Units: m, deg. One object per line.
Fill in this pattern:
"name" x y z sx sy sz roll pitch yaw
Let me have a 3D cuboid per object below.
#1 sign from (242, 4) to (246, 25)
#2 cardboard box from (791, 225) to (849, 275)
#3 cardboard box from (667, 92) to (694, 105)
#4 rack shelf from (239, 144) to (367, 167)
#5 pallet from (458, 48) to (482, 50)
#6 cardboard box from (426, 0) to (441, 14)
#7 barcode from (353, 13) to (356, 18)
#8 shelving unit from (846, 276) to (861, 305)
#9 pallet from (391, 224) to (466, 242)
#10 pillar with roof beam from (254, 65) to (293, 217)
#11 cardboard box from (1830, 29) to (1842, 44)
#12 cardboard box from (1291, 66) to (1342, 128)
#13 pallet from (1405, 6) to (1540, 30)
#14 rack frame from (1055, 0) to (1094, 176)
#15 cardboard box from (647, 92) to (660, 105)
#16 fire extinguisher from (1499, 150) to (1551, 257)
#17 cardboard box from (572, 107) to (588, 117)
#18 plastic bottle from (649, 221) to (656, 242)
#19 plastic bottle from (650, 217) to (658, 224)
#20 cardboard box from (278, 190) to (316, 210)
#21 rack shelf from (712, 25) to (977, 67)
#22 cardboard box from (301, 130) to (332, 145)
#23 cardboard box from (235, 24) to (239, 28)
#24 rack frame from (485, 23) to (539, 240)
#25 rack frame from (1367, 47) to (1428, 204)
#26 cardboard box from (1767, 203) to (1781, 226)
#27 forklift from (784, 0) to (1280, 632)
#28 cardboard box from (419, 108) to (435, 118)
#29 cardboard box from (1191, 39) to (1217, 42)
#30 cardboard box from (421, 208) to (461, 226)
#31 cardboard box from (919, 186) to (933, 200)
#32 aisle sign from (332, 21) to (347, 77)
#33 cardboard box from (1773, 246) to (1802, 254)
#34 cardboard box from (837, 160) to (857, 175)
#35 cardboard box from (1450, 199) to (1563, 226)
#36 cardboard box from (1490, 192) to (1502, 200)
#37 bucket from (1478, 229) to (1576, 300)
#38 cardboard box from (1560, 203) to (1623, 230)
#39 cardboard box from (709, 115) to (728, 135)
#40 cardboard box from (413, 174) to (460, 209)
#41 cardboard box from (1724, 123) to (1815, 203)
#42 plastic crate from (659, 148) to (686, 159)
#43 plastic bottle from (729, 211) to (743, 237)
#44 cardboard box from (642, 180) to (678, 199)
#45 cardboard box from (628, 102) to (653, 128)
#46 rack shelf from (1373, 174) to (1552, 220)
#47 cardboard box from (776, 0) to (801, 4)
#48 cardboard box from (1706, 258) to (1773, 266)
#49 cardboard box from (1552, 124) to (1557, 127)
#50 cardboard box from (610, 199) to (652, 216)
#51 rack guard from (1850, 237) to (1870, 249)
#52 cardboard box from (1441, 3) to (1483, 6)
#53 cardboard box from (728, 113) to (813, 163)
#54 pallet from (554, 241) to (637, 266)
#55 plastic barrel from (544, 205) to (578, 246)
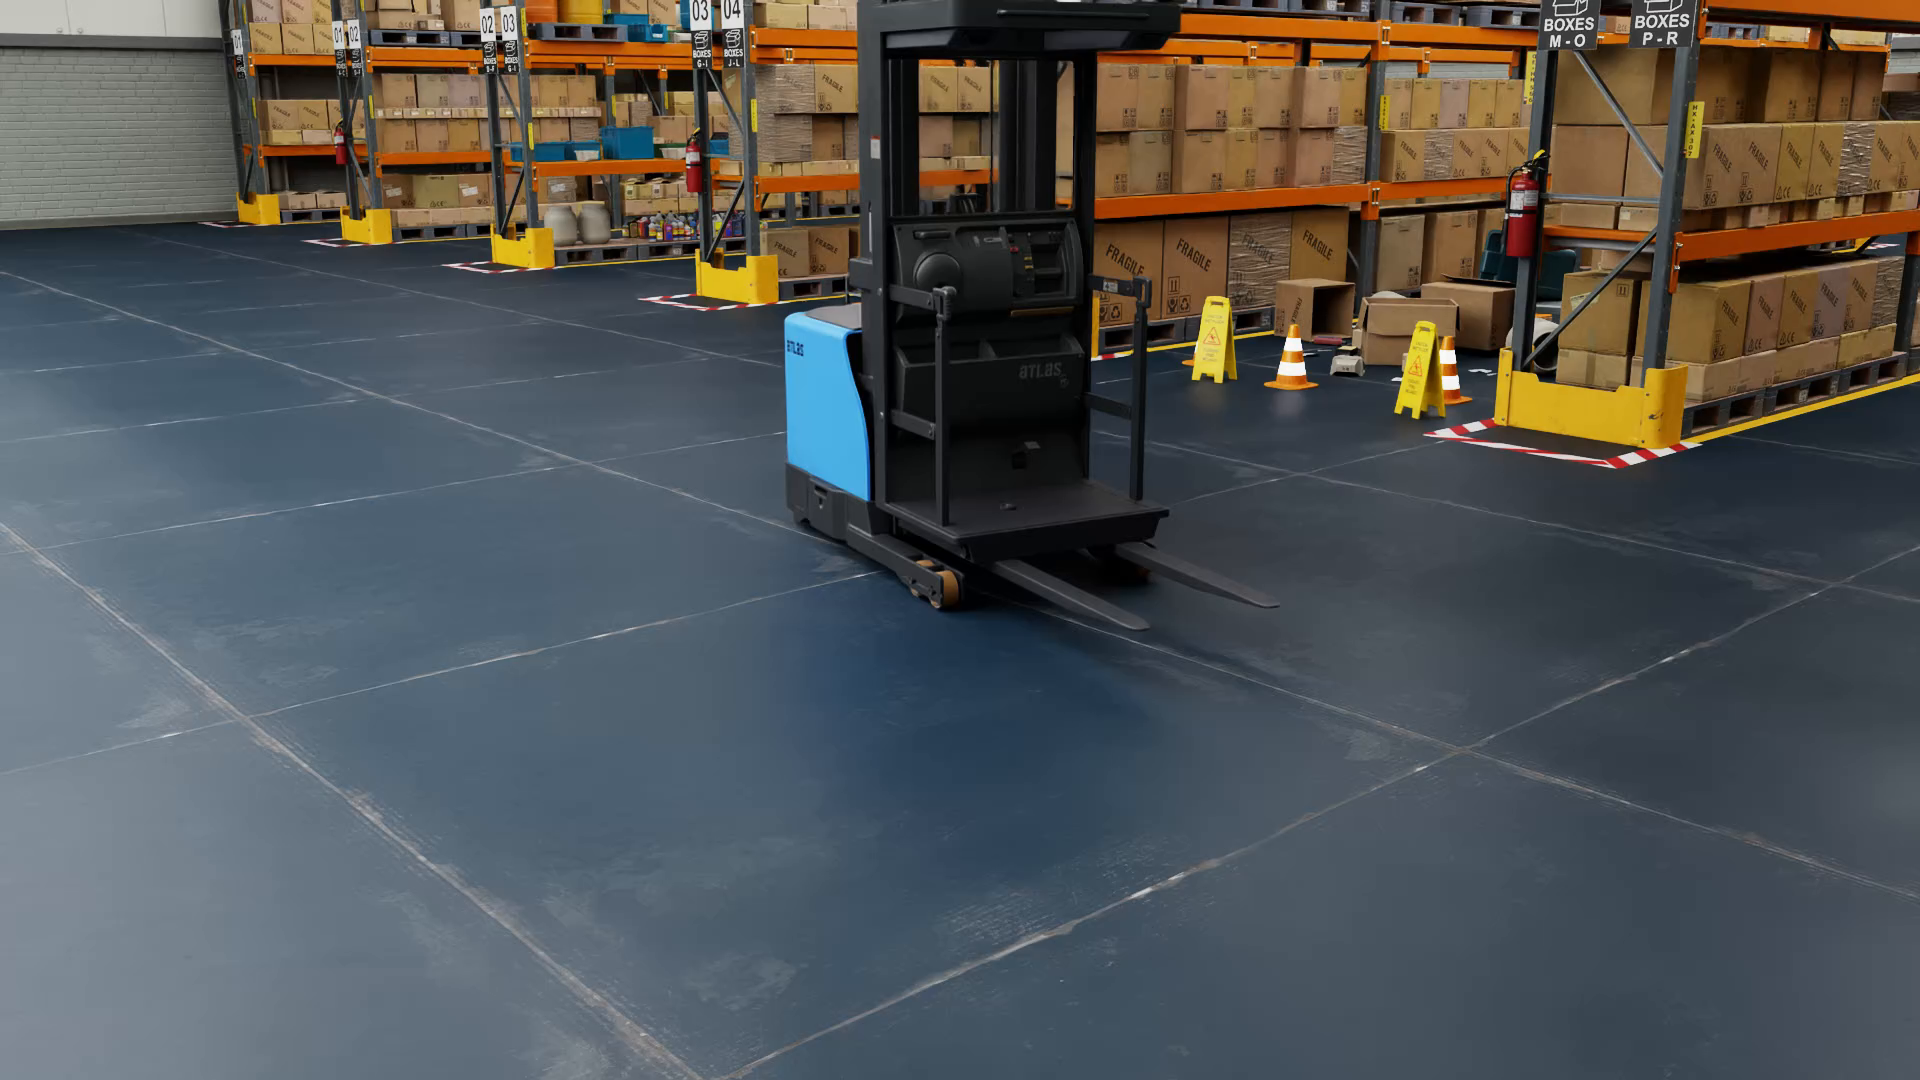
"sign" -11.880 -8.726 27.598 0.005 0.325 0.100 -13 19 -39
"cardboard box" -1.571 -3.273 18.719 0.500 0.500 0.500 -7 17 -25
"cardboard box" -5.668 -8.911 33.534 0.500 0.250 0.500 -12 19 -38
"rack shelf" -10.728 -6.951 29.854 4.000 0.370 1.077 -13 19 -39
"pallet" -8.683 -9.080 30.981 1.003 0.211 1.213 -13 19 -39
"cardboard box" -9.419 -9.490 29.983 0.500 0.500 0.500 14 20 42
"barcode" -9.071 -7.871 24.966 0.075 0.075 0.001 -13 19 -39
"shelving unit" -0.330 -0.824 9.010 0.503 1.200 0.258 -8 17 -27
"pallet" -8.432 -4.787 25.761 1.213 0.211 1.003 -13 19 -39
"pillar with roof beam" -9.450 -9.307 25.656 0.400 9.000 9.100 -13 19 -39
"cardboard box" 11.447 -6.780 22.297 0.500 0.250 0.500 -12 19 -37
"cardboard box" 3.076 -4.184 15.719 0.550 0.550 0.875 -13 19 -39
"pallet" 5.441 -5.488 17.536 1.213 0.211 1.003 -12 19 -37
"rack frame" 0.698 -3.084 13.984 0.127 3.000 1.000 -13 19 -39
"cardboard box" -6.029 -9.006 33.893 0.500 0.250 0.500 -12 19 -38
"fire extinguisher" 3.635 -2.171 10.713 0.183 0.674 0.296 -13 19 -39
"cardboard box" -6.216 -6.906 26.841 0.250 0.149 0.380 -13 20 -41
"plastic bottle" -4.161 -4.172 22.491 0.097 0.271 0.097 0 15 0
"plastic bottle" -4.322 -4.385 23.280 0.135 0.276 0.152 -13 20 -41
"cardboard box" -11.655 -5.973 29.157 0.500 0.311 0.500 13 20 41
"rack shelf" -0.973 -5.507 18.637 4.000 0.370 1.077 -13 19 -39
"cardboard box" -11.277 -7.009 28.928 0.500 0.250 0.500 -13 20 -41
"cardboard box" -12.088 -8.587 28.540 0.500 0.500 0.500 -11 18 -35
"rack frame" -5.733 -5.031 21.273 0.127 3.000 1.000 -13 19 -39
"rack frame" 6.571 -6.100 25.273 0.127 3.000 1.000 -13 19 -39
"cardboard box" 5.245 -2.193 11.133 0.250 0.149 0.380 -12 19 -38
"forklift" 0.237 -1.252 7.259 1.130 2.935 3.031 -8 17 -27
"cardboard box" -8.158 -6.470 25.207 0.250 0.149 0.380 -13 19 -39
"cardboard box" 2.990 -6.584 21.564 0.500 0.250 0.500 -13 20 -40
"cardboard box" -8.056 -5.003 25.684 0.500 0.250 0.500 -13 19 -39
"cardboard box" -0.870 -6.727 31.615 0.500 0.500 0.500 -12 19 -39
"aisle sign" -9.224 -7.298 24.722 0.004 0.787 0.394 -13 19 -39
"cardboard box" 6.285 -2.308 12.884 0.250 0.149 0.380 -12 19 -39
"cardboard box" -1.342 -4.113 18.322 0.250 0.149 0.380 -13 19 -39
"cardboard box" 6.215 -3.470 18.973 0.750 0.750 1.050 -13 20 -40
"cardboard box" 8.472 -5.676 26.989 0.875 0.875 0.875 -13 19 -39
"bucket" 5.126 -2.443 14.980 0.620 0.611 0.726 5 12 -23
"cardboard box" 4.165 -2.121 10.866 0.250 0.149 0.380 -12 19 -38
"cardboard box" -4.202 -7.112 28.870 0.500 0.500 0.500 -14 20 -42
"cardboard box" -8.055 -5.365 25.586 0.500 0.500 0.500 -13 19 -39
"cardboard box" 5.335 -2.531 11.142 0.500 0.500 0.500 -13 20 -40
"plastic crate" -3.774 -5.257 22.629 0.437 0.136 0.530 -13 19 -39
"plastic bottle" -3.157 -4.444 23.354 0.185 0.351 0.144 -14 20 -42
"cardboard box" -5.108 -5.924 28.044 0.500 0.311 0.500 -13 20 -40
"cardboard box" -6.549 -8.494 33.192 0.700 0.500 0.500 13 20 40
"rack shelf" 5.224 -3.753 17.882 4.000 0.370 1.077 -13 19 -39
"cardboard box" -1.863 -5.663 17.344 0.250 0.149 0.380 -12 19 -38
"cardboard box" 5.630 -1.824 12.328 0.500 0.500 0.500 -11 19 -37
"cardboard box" 6.388 -4.897 18.638 0.500 0.500 0.700 -13 20 -40
"cardboard box" -5.497 -5.568 27.798 0.500 0.250 0.500 -13 20 -41
"rack guard" 12.711 -4.574 24.405 0.348 0.500 1.175 -13 19 -39
"cardboard box" 5.277 -5.845 17.673 0.500 0.311 0.500 -13 20 -40
"cardboard box" -2.049 -4.347 17.940 0.500 0.500 0.875 -13 19 -39
"pallet" -5.090 -3.843 22.226 1.213 0.211 1.003 -13 19 -39
"plastic barrel" -5.287 -4.158 22.013 0.421 0.512 0.421 0 15 0
